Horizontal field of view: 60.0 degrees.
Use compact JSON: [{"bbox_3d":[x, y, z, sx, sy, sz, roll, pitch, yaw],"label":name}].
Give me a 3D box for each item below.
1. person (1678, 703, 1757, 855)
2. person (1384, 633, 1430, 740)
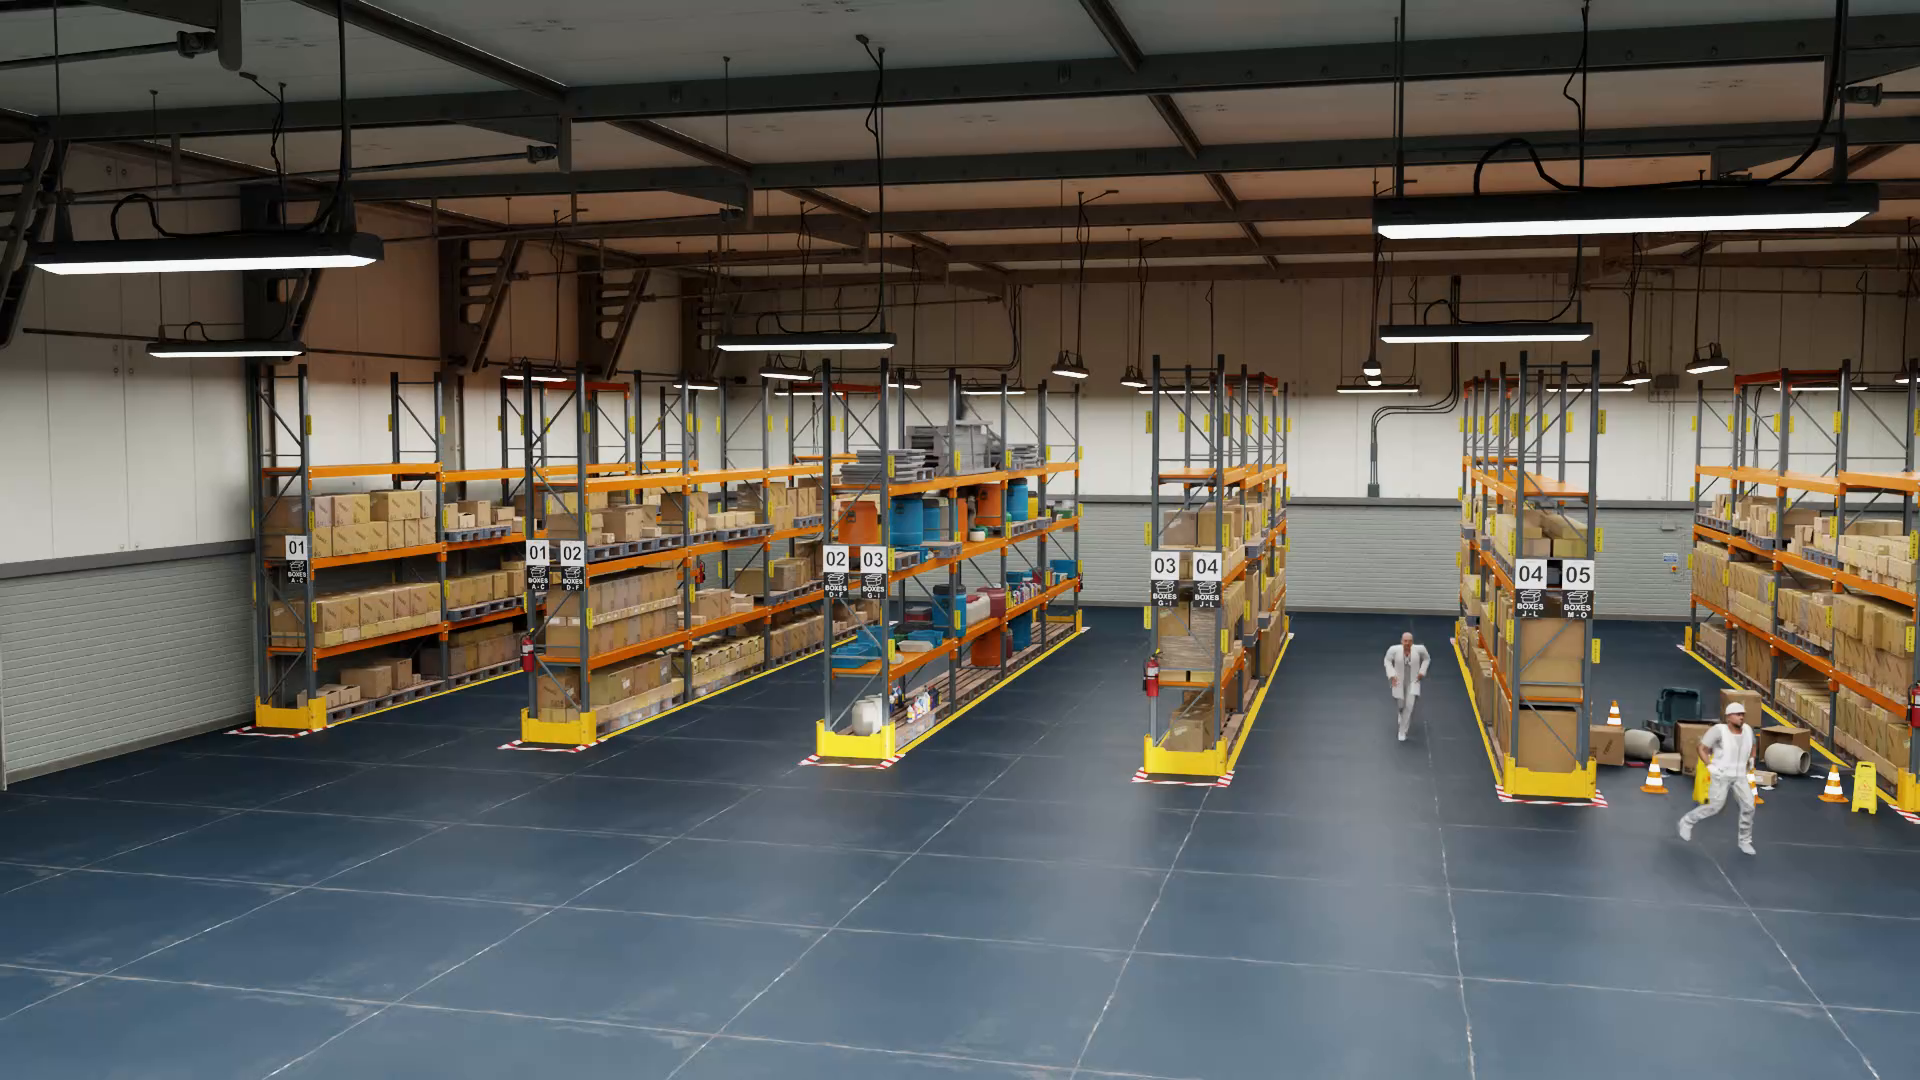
[{"bbox_3d":[9.046,2.797,19.654,0.892,1.777,0.706,-1,4,-15],"label":"person"},{"bbox_3d":[7.205,2.320,26.852,0.722,1.739,0.974,1,4,10],"label":"person"}]
